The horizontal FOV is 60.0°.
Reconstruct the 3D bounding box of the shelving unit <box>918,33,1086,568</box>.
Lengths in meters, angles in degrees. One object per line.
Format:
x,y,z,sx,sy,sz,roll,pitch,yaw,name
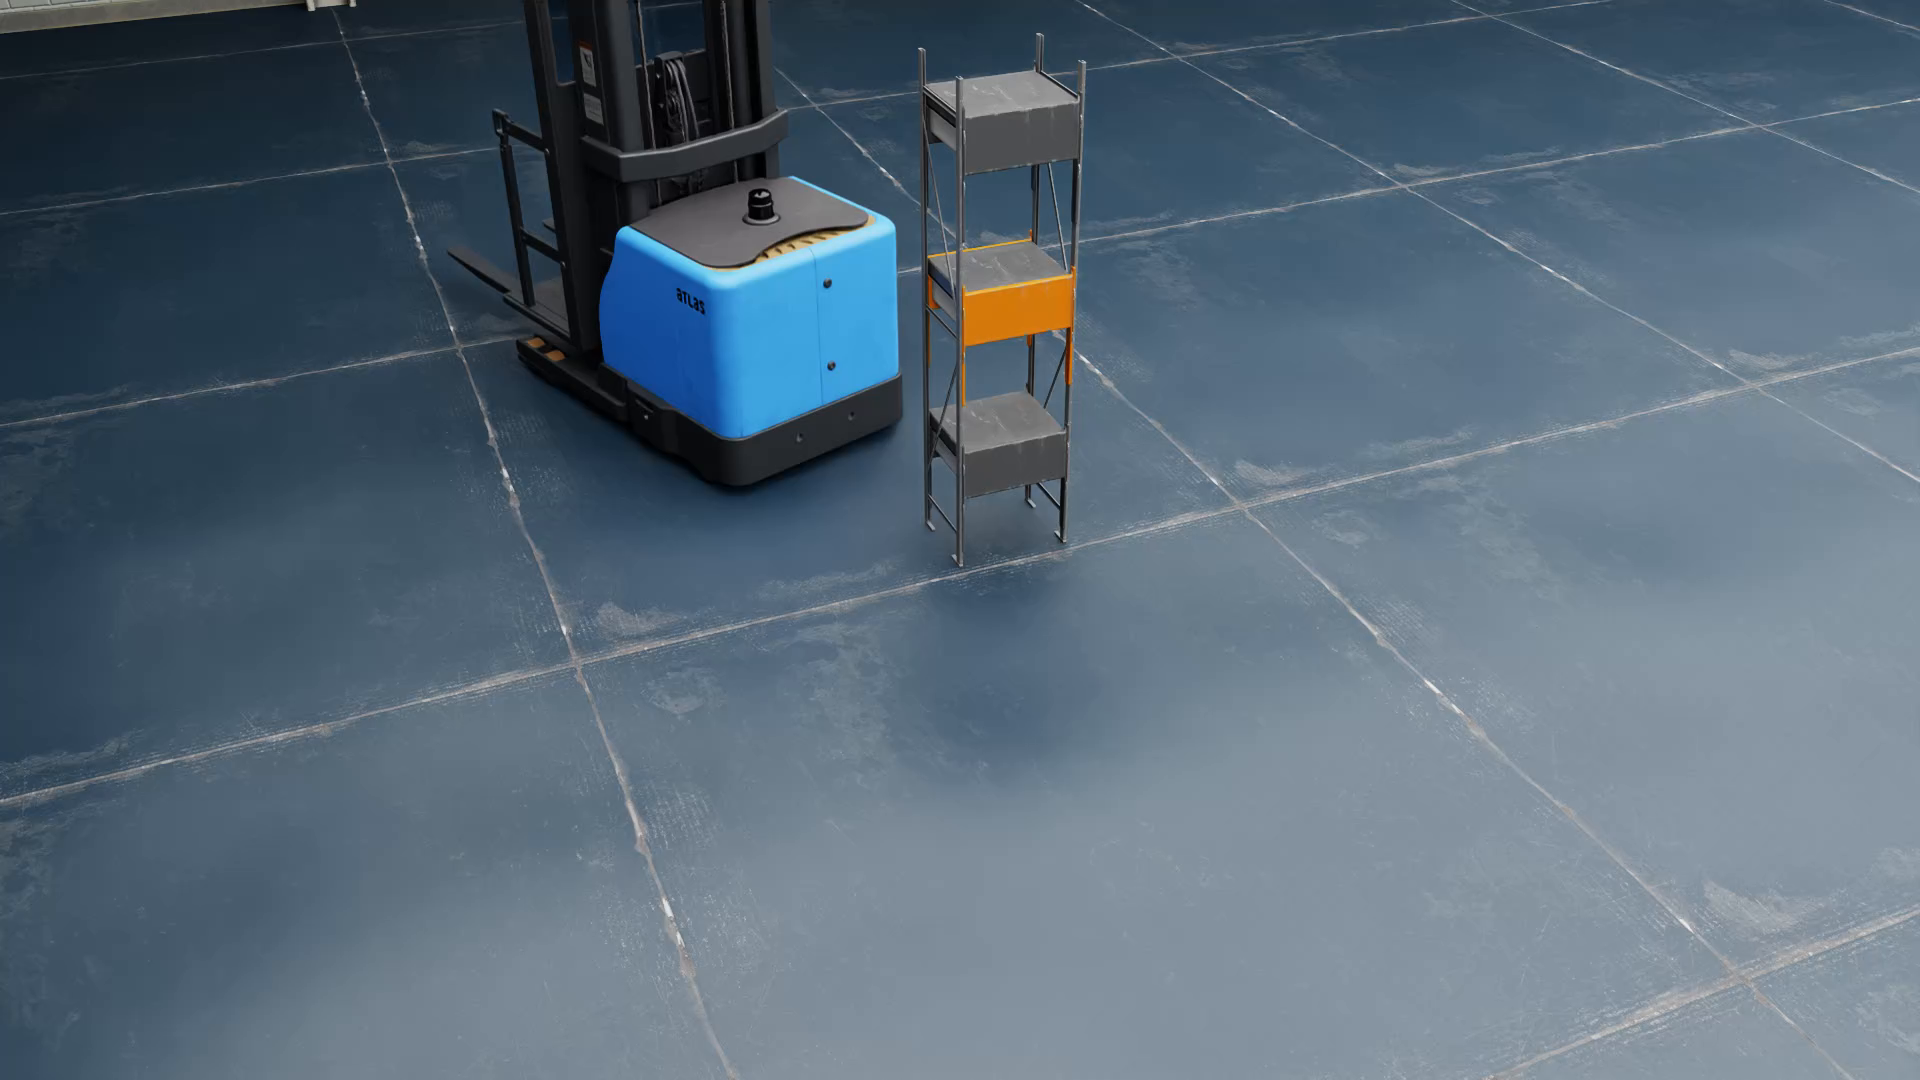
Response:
0.153,-0.915,6.731,0.503,2.100,0.431,-13,35,-19,shelving unit

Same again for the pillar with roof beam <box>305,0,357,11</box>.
-3.772,-6.241,8.590,0.400,9.000,9.100,-13,35,-19,pillar with roof beam

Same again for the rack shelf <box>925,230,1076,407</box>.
0.153,-0.904,6.738,0.480,0.518,0.431,-13,35,-19,rack shelf

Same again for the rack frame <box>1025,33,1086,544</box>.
0.378,-0.967,6.810,0.015,2.100,0.400,-13,35,-19,rack frame

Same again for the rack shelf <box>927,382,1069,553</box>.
0.153,-0.317,7.120,0.480,0.518,0.431,-13,35,-19,rack shelf

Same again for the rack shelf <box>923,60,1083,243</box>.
0.153,-1.490,6.357,0.480,0.518,0.431,-13,35,-19,rack shelf

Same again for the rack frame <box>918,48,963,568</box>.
-0.072,-0.864,6.652,0.015,2.100,0.400,-13,35,-19,rack frame

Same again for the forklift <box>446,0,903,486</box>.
-1.634,-2.191,7.931,1.130,2.935,3.031,-26,41,-34,forklift
